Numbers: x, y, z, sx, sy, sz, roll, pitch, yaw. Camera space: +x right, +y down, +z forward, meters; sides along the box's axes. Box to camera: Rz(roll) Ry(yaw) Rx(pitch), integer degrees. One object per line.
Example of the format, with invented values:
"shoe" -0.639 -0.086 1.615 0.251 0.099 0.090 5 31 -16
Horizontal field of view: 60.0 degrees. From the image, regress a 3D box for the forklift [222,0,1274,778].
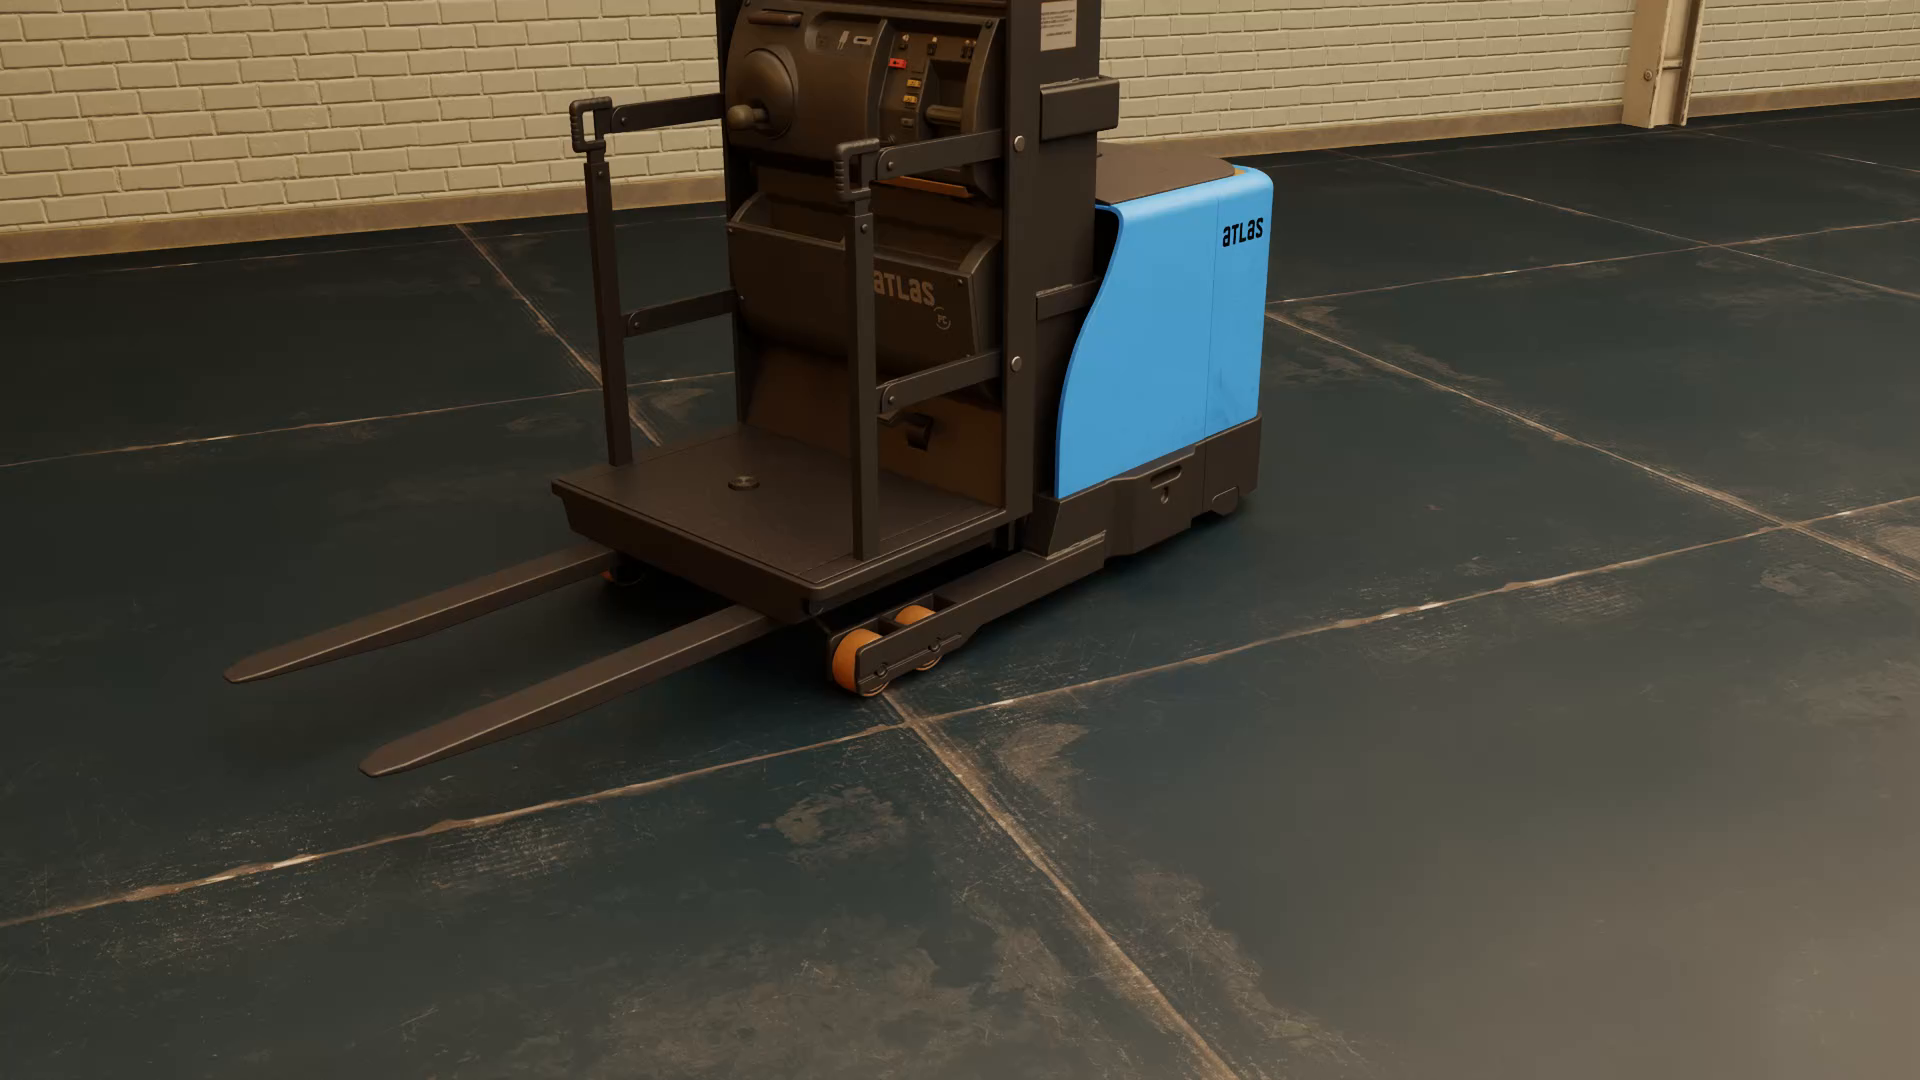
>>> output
"forklift" -0.413 -1.182 4.131 1.130 2.935 3.031 19 29 39
